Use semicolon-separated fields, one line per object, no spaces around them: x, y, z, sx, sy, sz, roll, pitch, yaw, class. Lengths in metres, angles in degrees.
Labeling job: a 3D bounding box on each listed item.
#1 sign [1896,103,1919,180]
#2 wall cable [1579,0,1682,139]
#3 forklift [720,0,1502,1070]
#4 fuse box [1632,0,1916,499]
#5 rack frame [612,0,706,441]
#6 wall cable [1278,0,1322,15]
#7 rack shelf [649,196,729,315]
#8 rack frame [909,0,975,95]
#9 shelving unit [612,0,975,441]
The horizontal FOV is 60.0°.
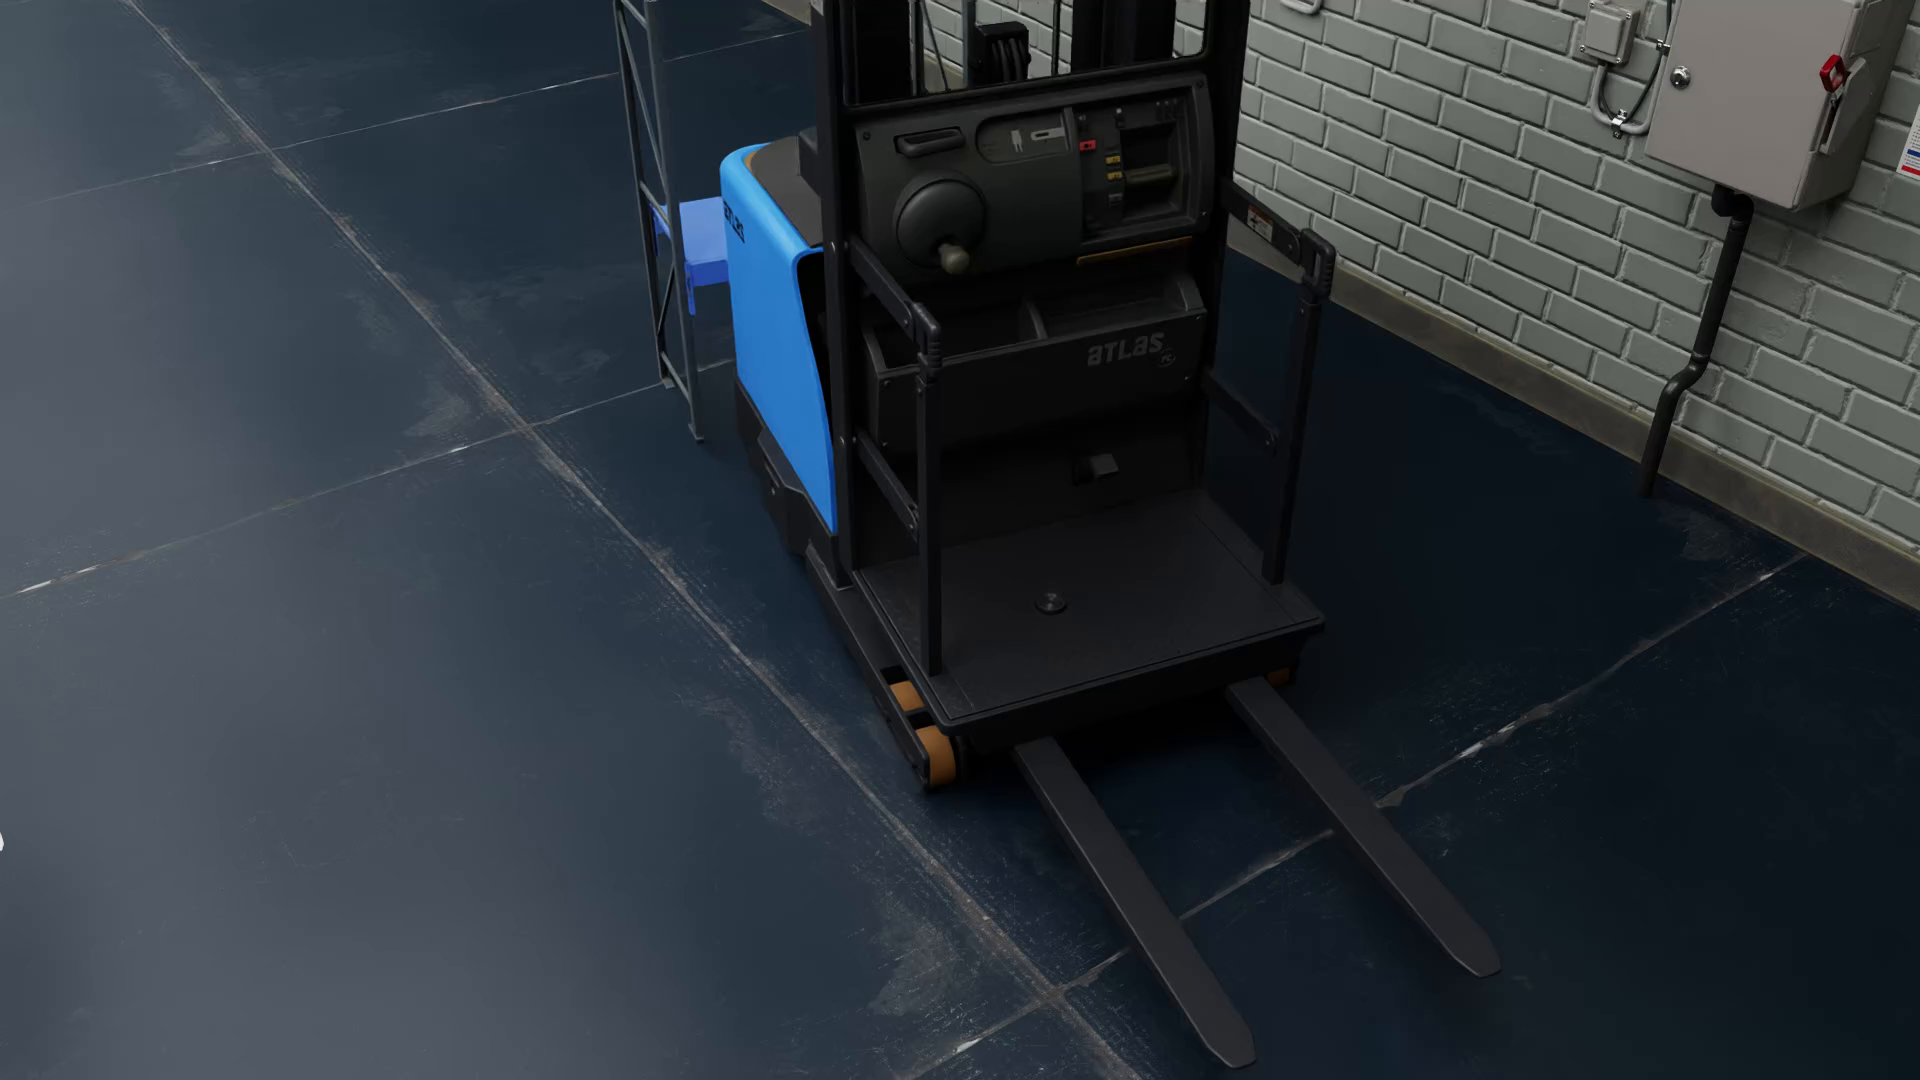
2.684;-1.141;4.349;0.001;0.494;0.329;-22;41;-28;sign
1.966;-2.137;4.782;0.122;1.984;0.588;-22;41;-28;wall cable
0.282;-0.825;3.887;1.130;2.935;3.031;-14;38;-18;forklift
2.230;-0.823;4.928;0.414;1.711;0.539;-22;41;-28;fuse box
-0.993;-1.089;5.472;0.032;1.500;0.500;-14;37;-19;rack frame
1.139;-2.823;5.708;0.123;1.953;0.585;-22;41;-28;wall cable
-0.524;-1.058;5.736;1.000;0.185;0.538;-14;37;-19;rack shelf
-0.059;-1.323;5.797;0.032;1.500;0.500;-14;37;-19;rack frame
-0.526;-1.206;5.634;1.048;1.500;0.538;-14;37;-19;shelving unit
